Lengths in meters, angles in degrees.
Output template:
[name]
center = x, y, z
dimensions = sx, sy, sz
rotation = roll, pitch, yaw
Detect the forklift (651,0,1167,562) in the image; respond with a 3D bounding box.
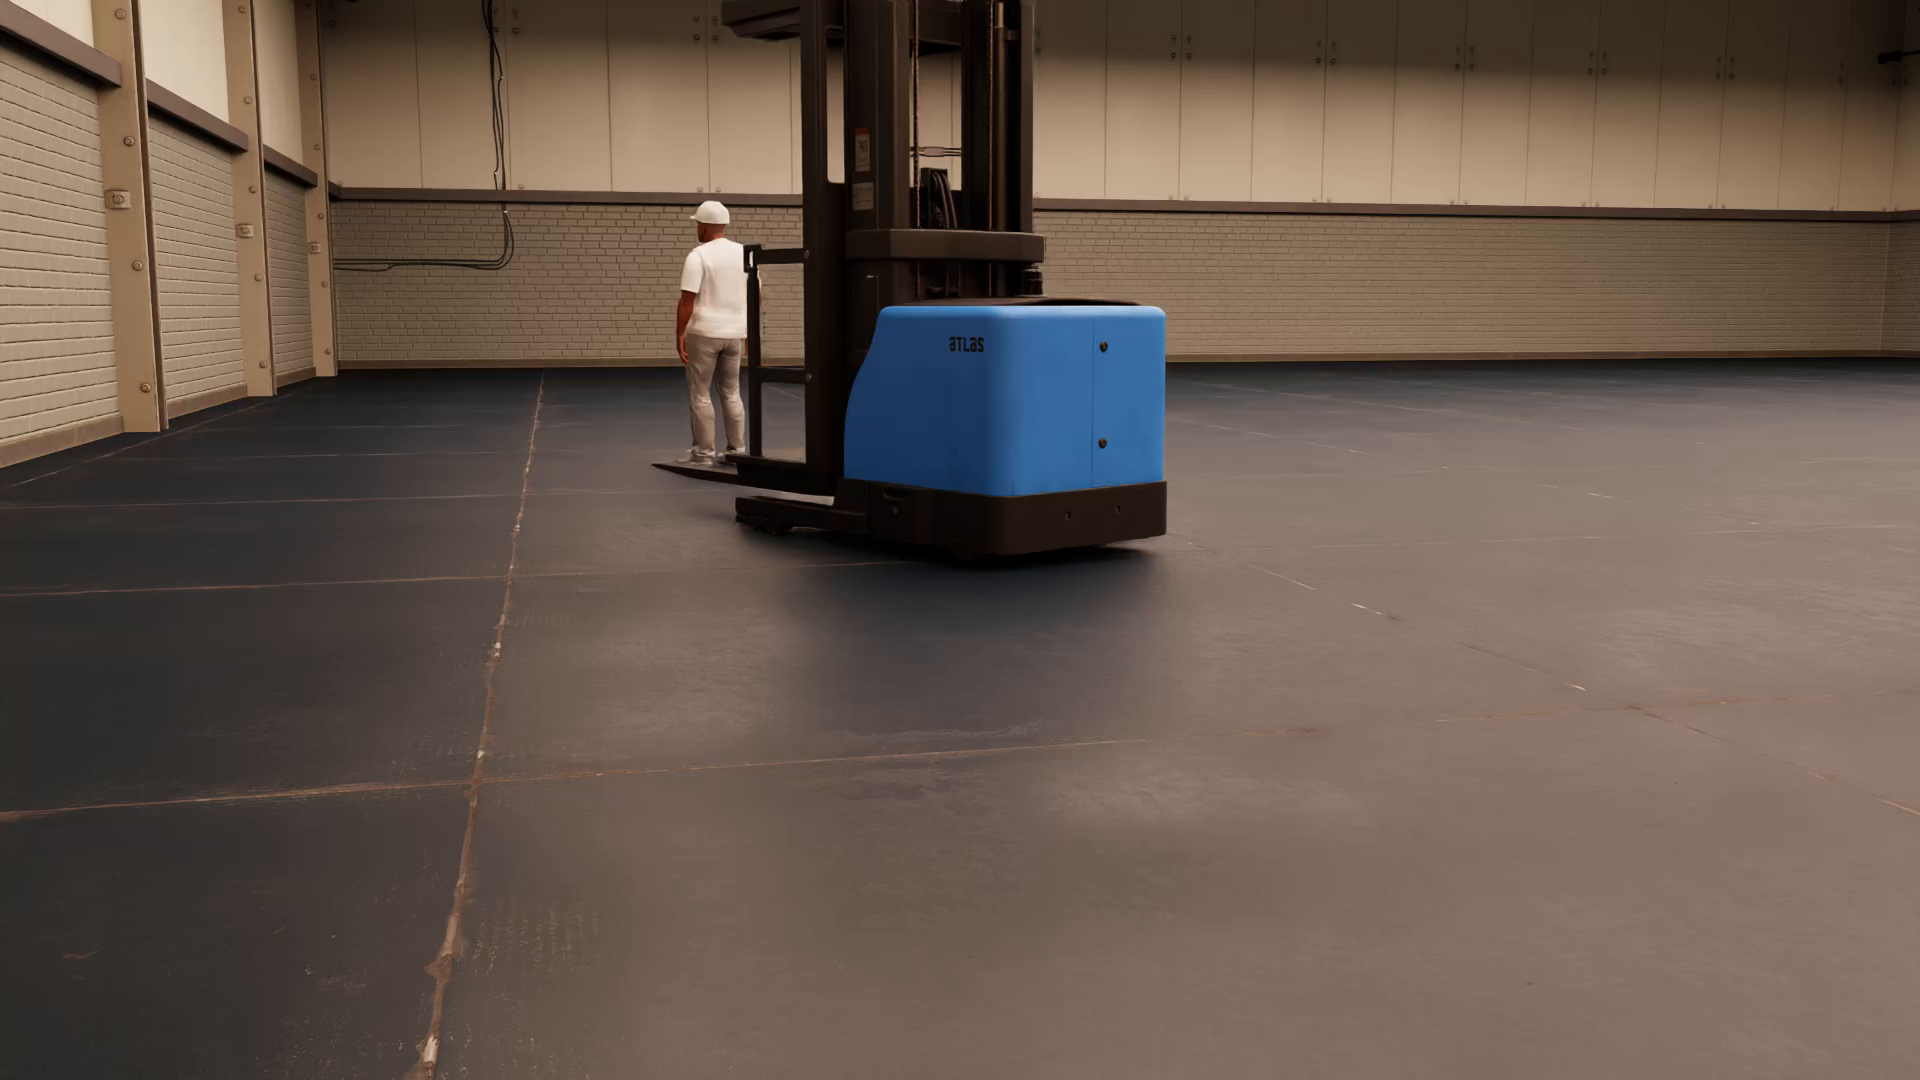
[forklift]
center = -0.436, -1.518, 7.976
dimensions = 1.130, 2.935, 3.031
rotation = -7, 11, -41

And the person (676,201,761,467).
[person]
center = -1.662, -1.373, 11.186
dimensions = 0.661, 1.778, 0.492
rotation = -7, 11, -42
